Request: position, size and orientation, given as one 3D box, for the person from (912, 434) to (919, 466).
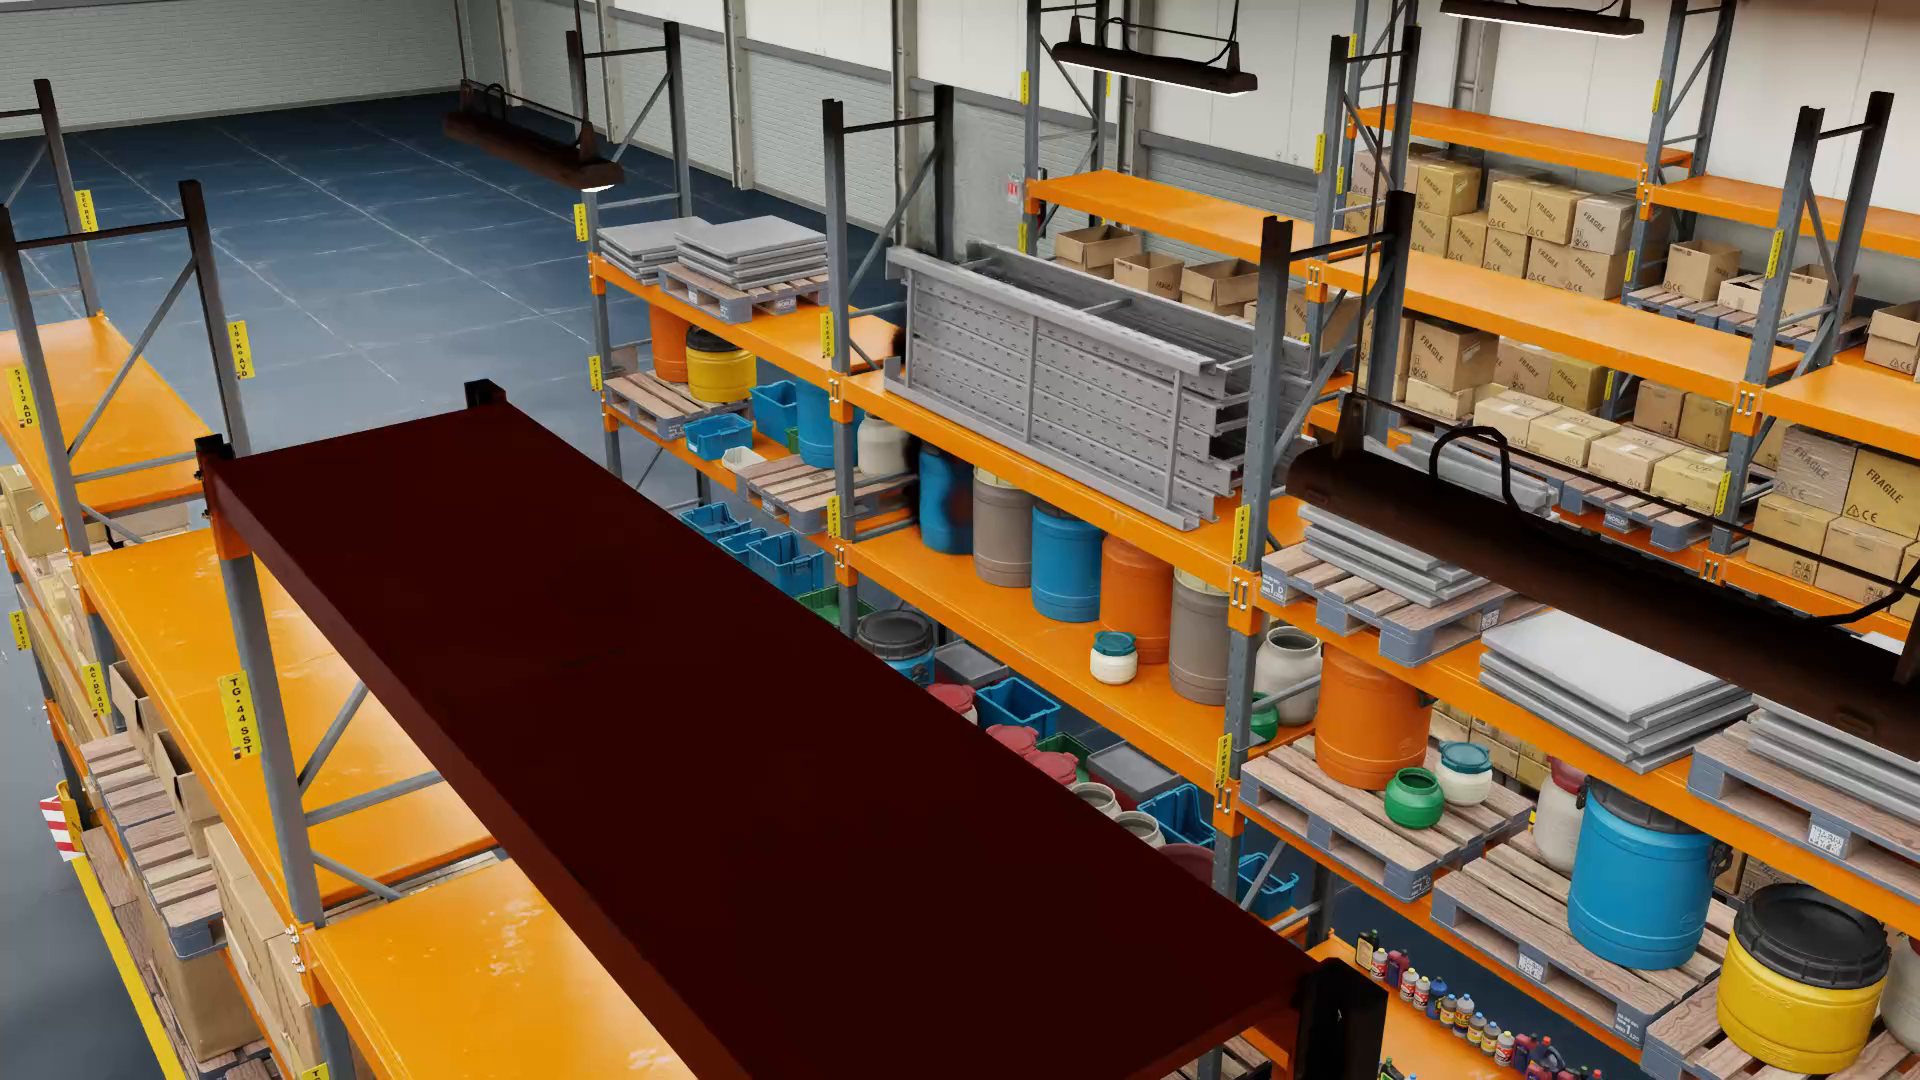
[{"bbox_3d":[-0.690,-1.354,20.044,0.826,1.644,0.632,-1,25,-1],"label":"person"}]
